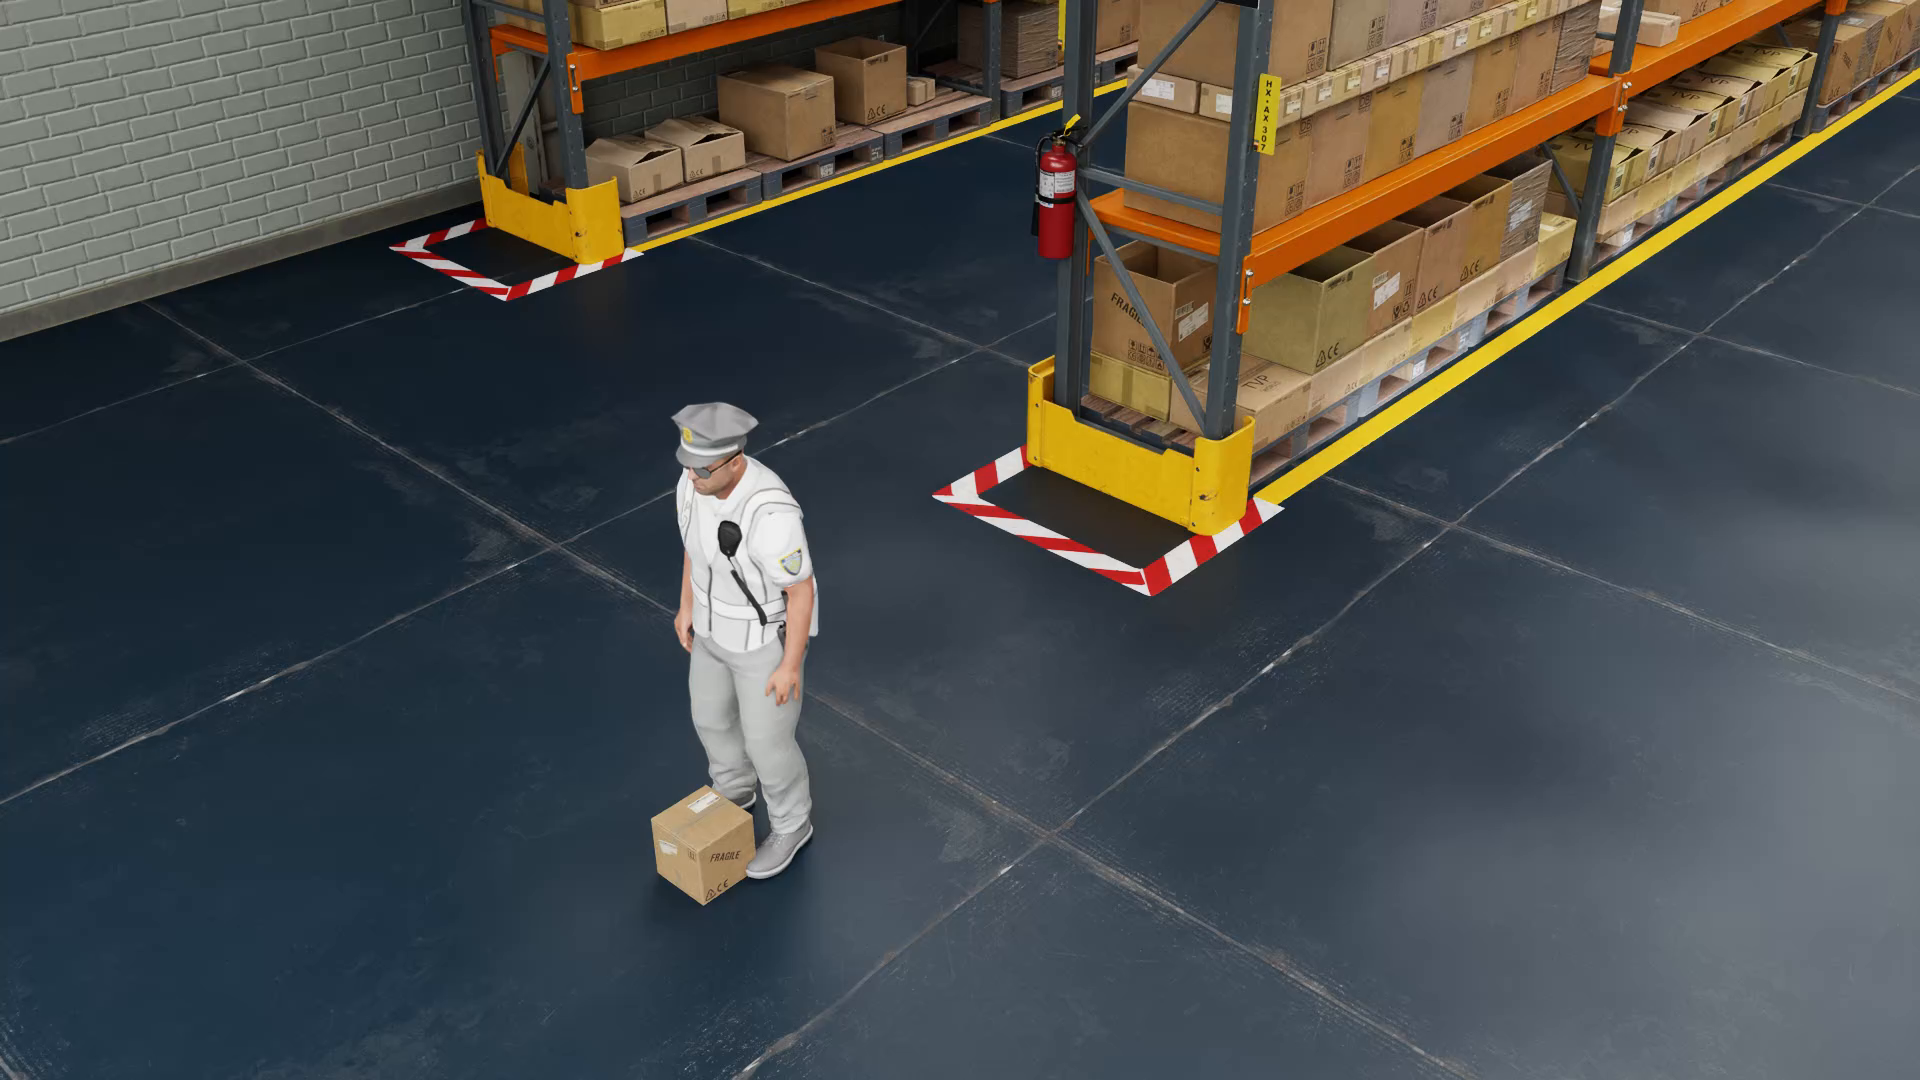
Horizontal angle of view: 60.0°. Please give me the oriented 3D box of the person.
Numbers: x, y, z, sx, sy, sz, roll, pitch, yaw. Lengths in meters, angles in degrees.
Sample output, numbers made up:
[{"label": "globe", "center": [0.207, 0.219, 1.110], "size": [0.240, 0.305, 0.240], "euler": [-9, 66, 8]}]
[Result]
[{"label": "person", "center": [-0.718, 0.315, 5.606], "size": [0.586, 1.747, 0.436], "euler": [25, 39, 35]}]
